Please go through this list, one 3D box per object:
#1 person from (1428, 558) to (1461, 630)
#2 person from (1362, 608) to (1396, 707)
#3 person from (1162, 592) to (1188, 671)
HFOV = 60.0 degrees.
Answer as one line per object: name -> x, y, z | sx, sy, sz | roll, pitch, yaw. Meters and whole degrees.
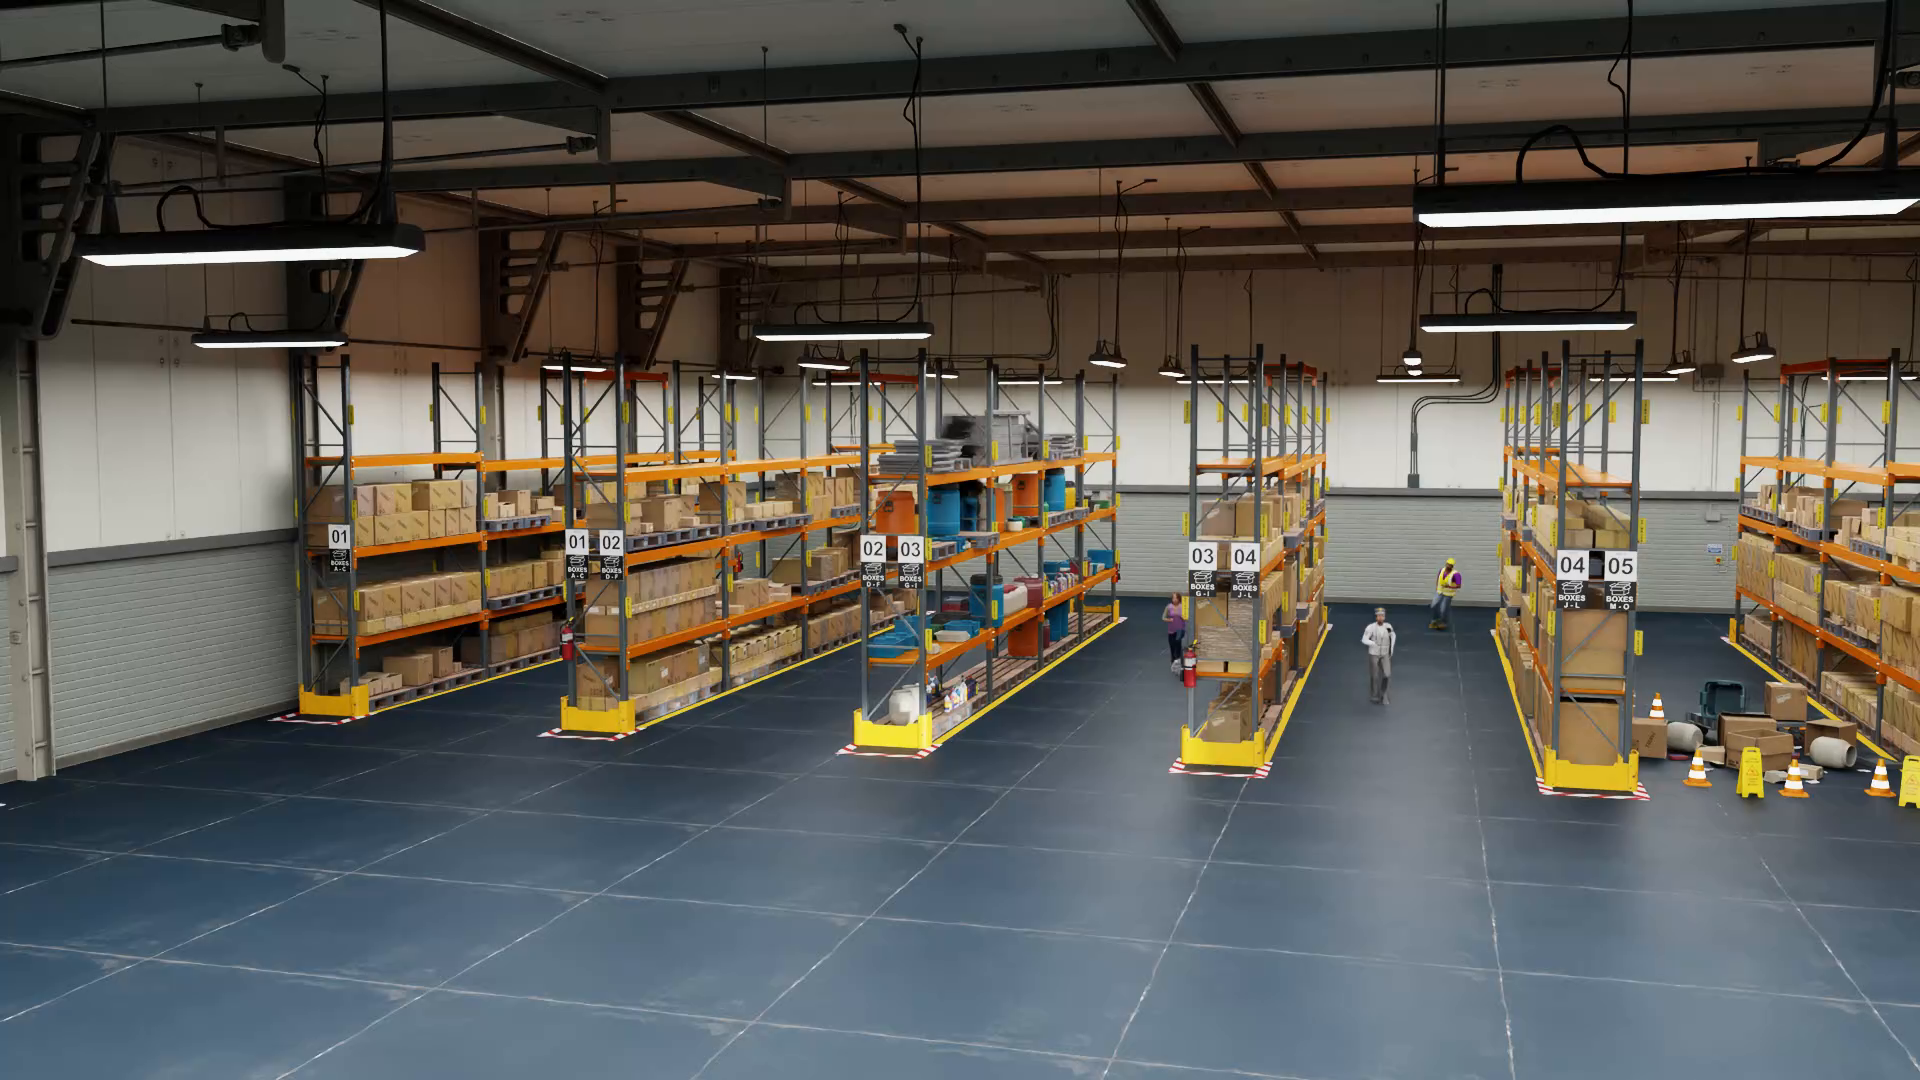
person -> 11.300, 1.259, 38.670 | 0.634, 1.706, 0.785 | -4, 6, -44
person -> 7.252, 2.020, 28.735 | 0.622, 1.733, 0.700 | 0, 4, 3
person -> 4.142, 1.762, 31.866 | 0.527, 1.565, 0.854 | 1, 4, 14
